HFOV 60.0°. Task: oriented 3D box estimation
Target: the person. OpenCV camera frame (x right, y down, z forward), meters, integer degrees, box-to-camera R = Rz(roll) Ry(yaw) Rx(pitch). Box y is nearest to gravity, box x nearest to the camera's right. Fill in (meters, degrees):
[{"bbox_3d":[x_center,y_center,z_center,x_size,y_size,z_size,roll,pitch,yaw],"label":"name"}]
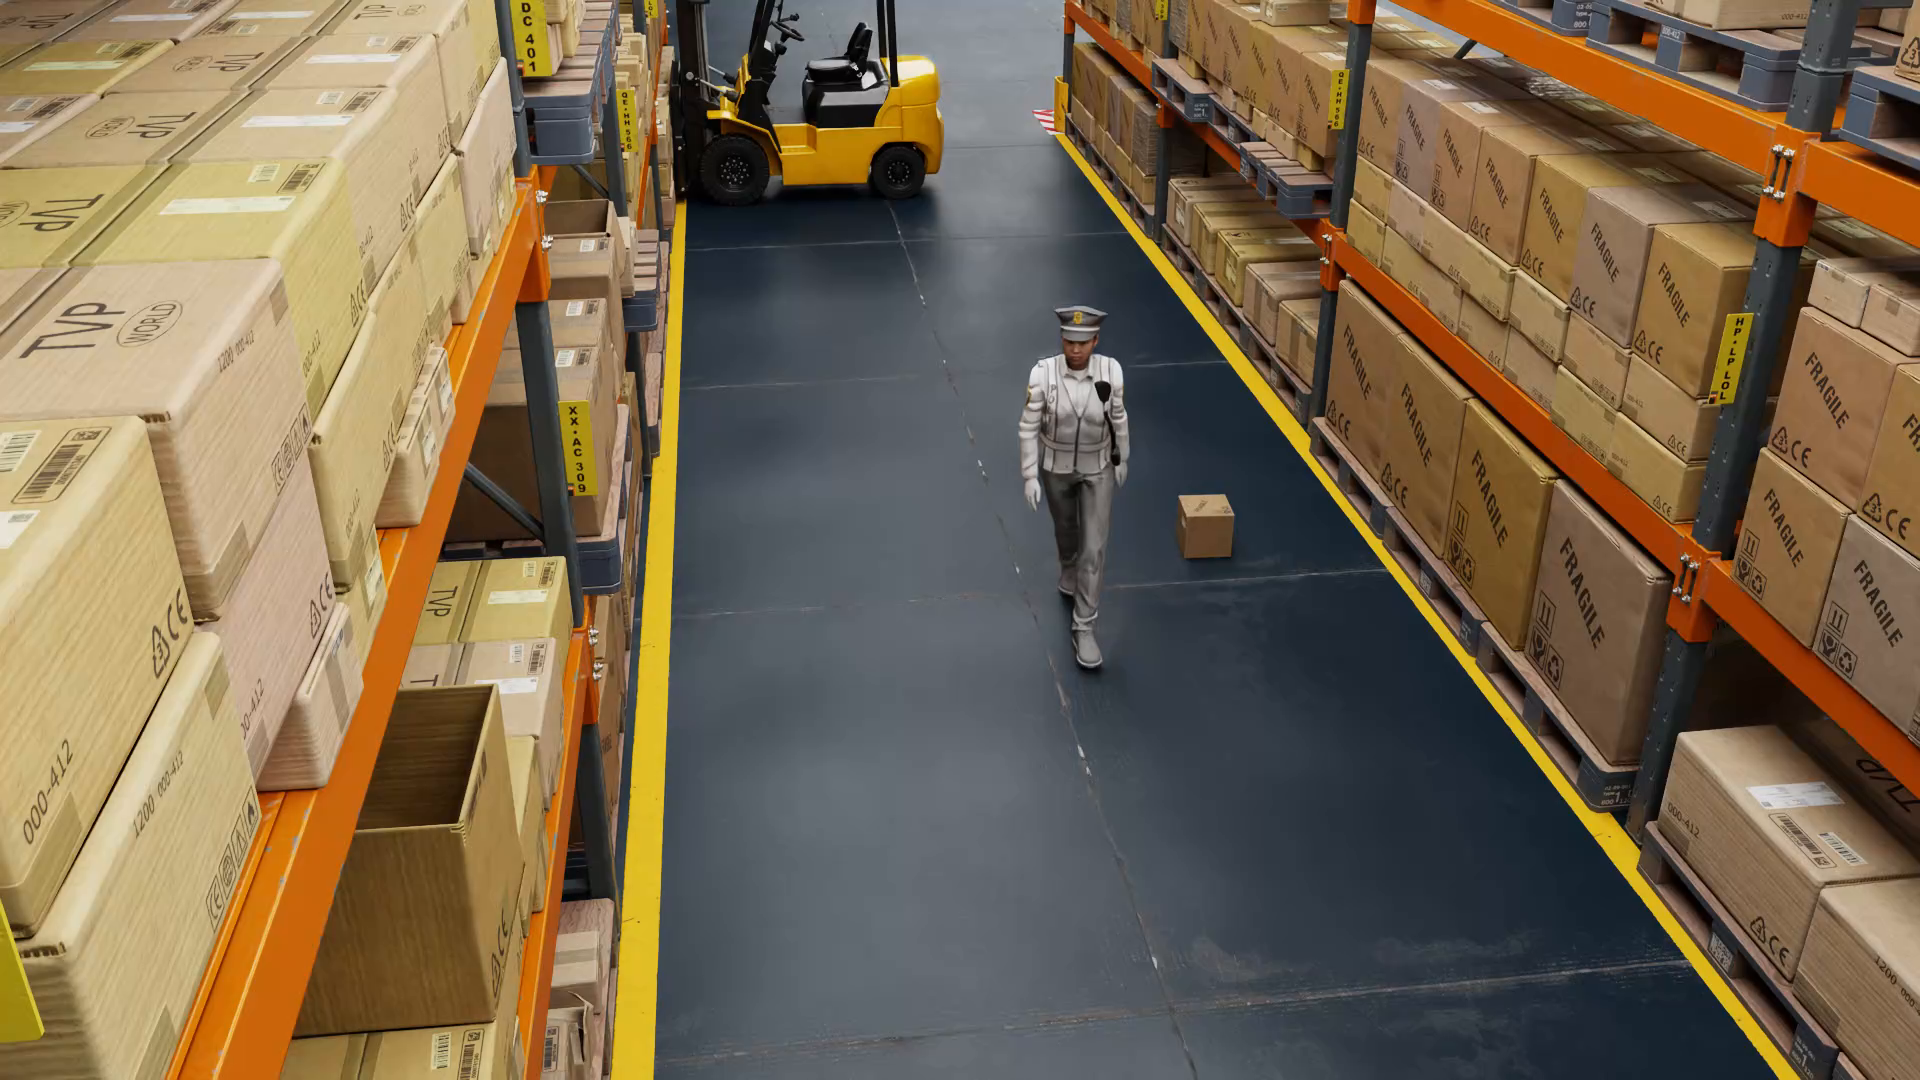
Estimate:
[{"bbox_3d":[0.524,-0.334,7.727,0.514,1.616,0.969,3,28,6],"label":"person"}]
